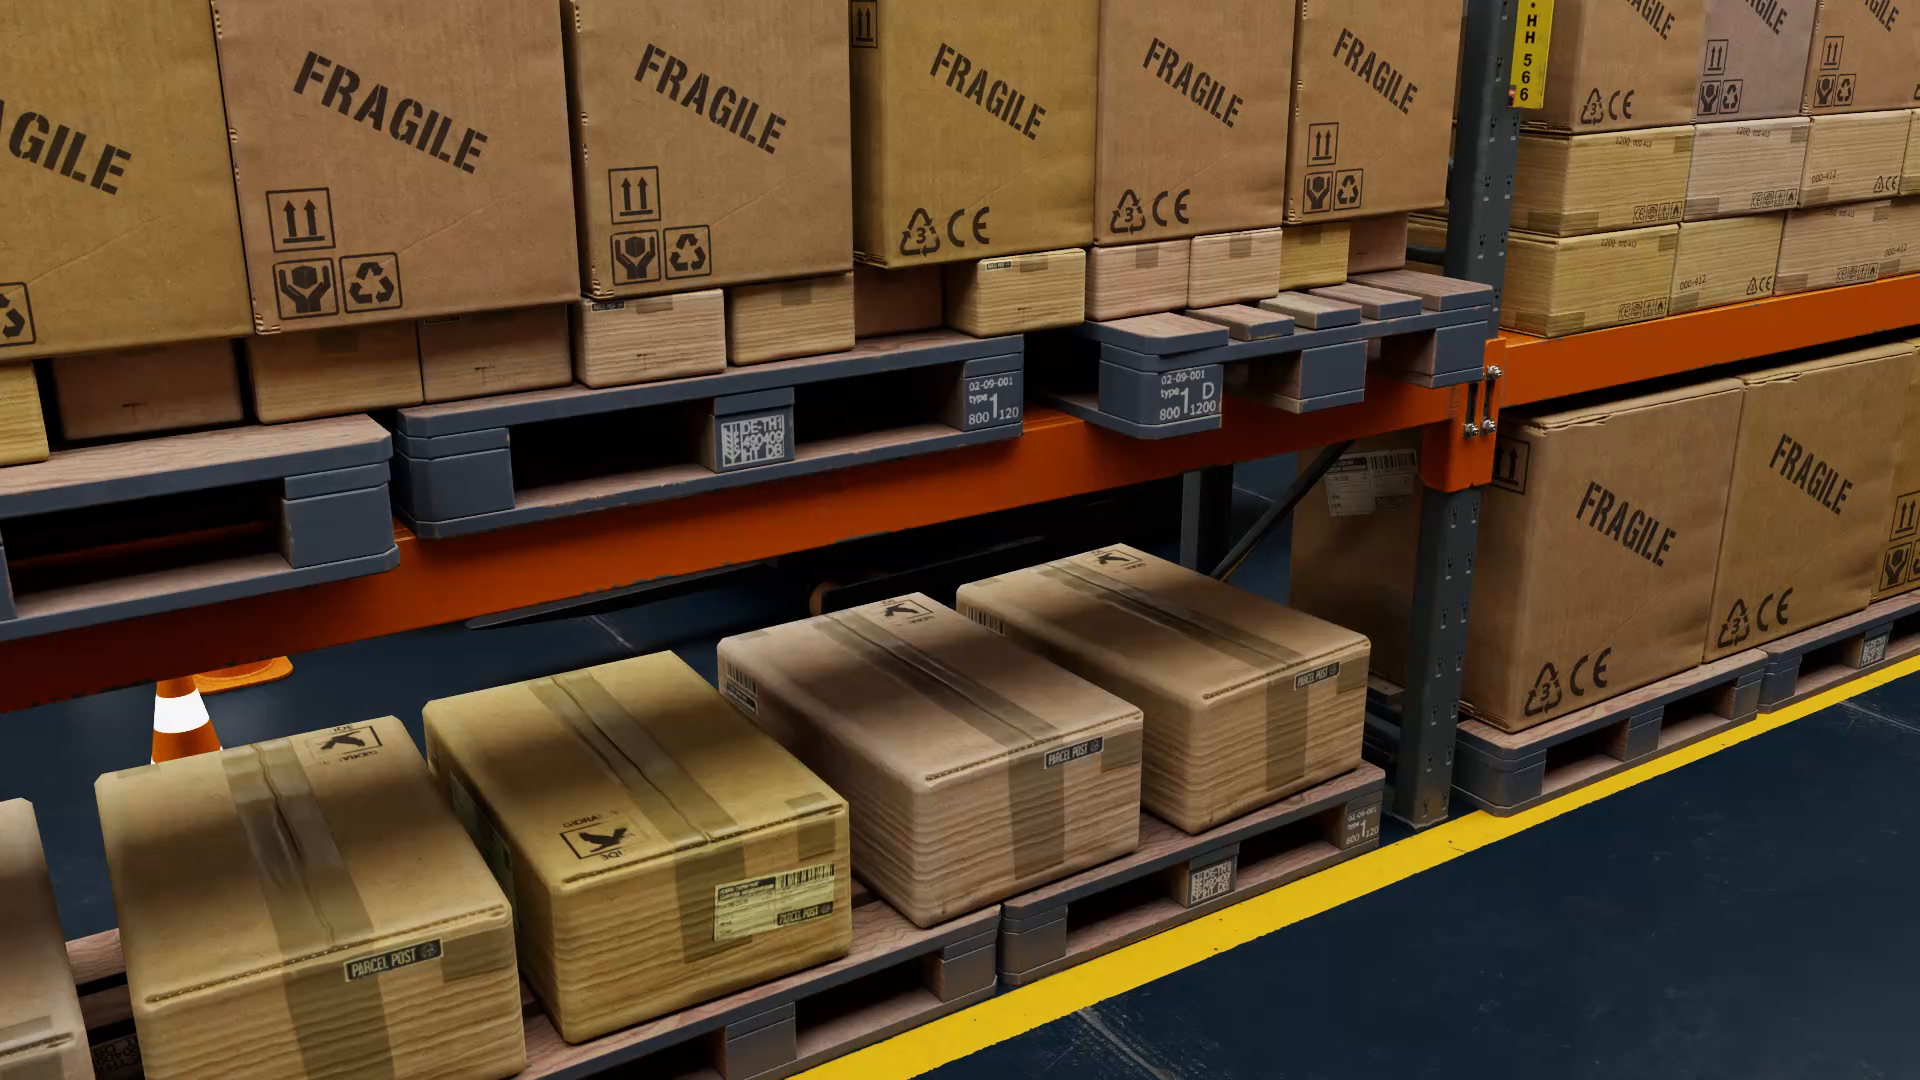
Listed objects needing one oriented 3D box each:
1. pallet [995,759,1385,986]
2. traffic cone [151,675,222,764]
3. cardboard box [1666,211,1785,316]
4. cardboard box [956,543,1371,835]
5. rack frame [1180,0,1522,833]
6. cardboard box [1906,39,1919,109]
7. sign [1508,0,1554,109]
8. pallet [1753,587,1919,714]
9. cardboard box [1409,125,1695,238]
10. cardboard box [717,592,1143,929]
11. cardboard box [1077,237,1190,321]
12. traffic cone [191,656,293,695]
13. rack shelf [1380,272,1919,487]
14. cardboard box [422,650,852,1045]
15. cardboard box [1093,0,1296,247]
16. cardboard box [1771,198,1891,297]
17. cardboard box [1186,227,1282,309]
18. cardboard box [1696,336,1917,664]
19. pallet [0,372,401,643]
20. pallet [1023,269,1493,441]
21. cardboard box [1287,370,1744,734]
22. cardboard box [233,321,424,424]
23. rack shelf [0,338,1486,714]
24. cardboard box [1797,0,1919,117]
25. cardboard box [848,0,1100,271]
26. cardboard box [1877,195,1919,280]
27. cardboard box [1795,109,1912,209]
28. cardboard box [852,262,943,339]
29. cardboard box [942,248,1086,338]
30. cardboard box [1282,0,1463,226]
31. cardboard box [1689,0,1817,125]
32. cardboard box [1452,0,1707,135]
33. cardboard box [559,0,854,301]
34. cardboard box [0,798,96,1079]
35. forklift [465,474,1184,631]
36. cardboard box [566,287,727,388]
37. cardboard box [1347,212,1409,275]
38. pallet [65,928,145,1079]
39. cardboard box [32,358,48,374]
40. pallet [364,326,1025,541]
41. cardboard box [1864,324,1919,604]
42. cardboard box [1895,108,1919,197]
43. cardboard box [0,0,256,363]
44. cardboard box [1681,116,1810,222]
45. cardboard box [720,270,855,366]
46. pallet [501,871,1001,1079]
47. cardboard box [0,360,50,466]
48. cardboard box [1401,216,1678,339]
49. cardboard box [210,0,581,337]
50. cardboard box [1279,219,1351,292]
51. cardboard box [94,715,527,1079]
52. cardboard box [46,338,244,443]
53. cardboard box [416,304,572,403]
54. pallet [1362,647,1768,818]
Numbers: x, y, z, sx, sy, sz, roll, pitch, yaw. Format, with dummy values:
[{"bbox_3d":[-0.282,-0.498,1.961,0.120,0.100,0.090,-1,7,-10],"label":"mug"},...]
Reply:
[{"bbox_3d":[0.340,0.675,4.419,1.213,0.211,1.003,-12,22,-31],"label":"pallet"},{"bbox_3d":[-2.082,0.530,4.455,0.334,0.463,0.336,-12,22,-31],"label":"traffic cone"},{"bbox_3d":[1.959,-0.827,4.740,0.500,0.250,0.500,-13,22,-33],"label":"cardboard box"},{"bbox_3d":[0.516,0.359,4.446,0.625,0.372,0.950,-14,23,-35],"label":"cardboard box"},{"bbox_3d":[0.993,-0.784,4.379,0.127,3.000,1.000,-12,22,-31],"label":"rack frame"},{"bbox_3d":[2.812,-1.591,5.050,0.500,0.500,0.500,-12,22,-31],"label":"cardboard box"},{"bbox_3d":[1.300,-1.151,3.782,0.005,0.325,0.100,-12,22,-31],"label":"sign"},{"bbox_3d":[2.711,0.205,5.808,1.213,0.211,1.003,-12,22,-31],"label":"pallet"},{"bbox_3d":[1.552,-0.973,4.391,0.500,0.250,0.500,-12,22,-32],"label":"cardboard box"},{"bbox_3d":[-0.096,0.491,4.055,0.625,0.372,0.950,-12,22,-32],"label":"cardboard box"},{"bbox_3d":[0.264,-0.578,3.506,0.250,0.149,0.380,-13,23,-34],"label":"cardboard box"},{"bbox_3d":[-2.390,0.211,5.397,0.334,0.463,0.336,-12,22,-31],"label":"traffic cone"},{"bbox_3d":[2.664,-0.795,5.536,4.000,0.370,1.077,-12,22,-31],"label":"rack shelf"},{"bbox_3d":[-0.733,0.623,3.665,0.625,0.372,0.950,-11,22,-30],"label":"cardboard box"},{"bbox_3d":[0.341,-0.922,3.513,0.500,0.500,0.500,-12,22,-32],"label":"cardboard box"},{"bbox_3d":[2.401,-0.917,5.009,0.500,0.250,0.500,-11,22,-30],"label":"cardboard box"},{"bbox_3d":[0.479,-0.620,3.631,0.250,0.149,0.380,-12,22,-32],"label":"cardboard box"},{"bbox_3d":[2.363,-0.231,5.407,0.875,0.875,0.875,-12,22,-31],"label":"cardboard box"},{"bbox_3d":[-1.629,-0.084,2.609,1.213,0.211,1.003,-12,22,-31],"label":"pallet"},{"bbox_3d":[0.457,-0.539,3.954,1.003,0.211,1.213,-12,22,-31],"label":"pallet"},{"bbox_3d":[1.616,-0.075,4.946,0.875,0.875,0.875,-12,22,-32],"label":"cardboard box"},{"bbox_3d":[-1.066,-0.318,2.738,0.250,0.149,0.380,-12,22,-31],"label":"cardboard box"},{"bbox_3d":[-0.677,-0.090,3.452,4.000,0.370,1.077,-12,22,-31],"label":"rack shelf"},{"bbox_3d":[2.389,-1.503,4.790,0.500,0.500,0.500,-11,22,-30],"label":"cardboard box"},{"bbox_3d":[-0.080,-0.833,3.249,0.500,0.500,0.500,-14,23,-35],"label":"cardboard box"},{"bbox_3d":[2.811,-1.005,5.269,0.500,0.250,0.500,-12,22,-31],"label":"cardboard box"},{"bbox_3d":[2.408,-1.148,4.910,0.500,0.250,0.500,-12,22,-32],"label":"cardboard box"},{"bbox_3d":[-0.237,-0.515,3.321,0.250,0.149,0.380,-12,22,-31],"label":"cardboard box"},{"bbox_3d":[0.042,-0.525,3.352,0.250,0.149,0.380,-11,22,-30],"label":"cardboard box"},{"bbox_3d":[0.766,-1.016,3.791,0.500,0.500,0.500,-13,22,-33],"label":"cardboard box"},{"bbox_3d":[1.949,-1.416,4.532,0.500,0.500,0.500,-12,22,-31],"label":"cardboard box"},{"bbox_3d":[1.540,-1.326,4.266,0.500,0.500,0.500,-13,22,-33],"label":"cardboard box"},{"bbox_3d":[-0.537,-0.737,2.966,0.500,0.500,0.500,-13,23,-34],"label":"cardboard box"},{"bbox_3d":[-1.911,0.874,2.924,0.625,0.372,0.950,-12,22,-31],"label":"cardboard box"},{"bbox_3d":[-0.509,-1.270,5.924,3.031,2.935,1.130,-13,23,-34],"label":"forklift"},{"bbox_3d":[-0.608,-0.394,2.963,0.250,0.149,0.380,-11,22,-29],"label":"cardboard box"},{"bbox_3d":[0.849,-0.743,3.995,0.250,0.149,0.380,-11,22,-29],"label":"cardboard box"},{"bbox_3d":[-1.698,1.104,3.148,1.213,0.211,1.003,-12,22,-31],"label":"pallet"},{"bbox_3d":[-1.644,-0.420,3.040,0.250,0.149,0.380,-12,22,-32],"label":"cardboard box"},{"bbox_3d":[-0.638,-0.333,3.346,1.213,0.211,1.003,-12,22,-31],"label":"pallet"},{"bbox_3d":[3.110,-0.389,5.873,0.875,0.875,0.875,-11,22,-30],"label":"cardboard box"},{"bbox_3d":[2.838,-1.234,5.164,0.500,0.250,0.500,-11,22,-30],"label":"cardboard box"},{"bbox_3d":[-1.380,-0.560,2.443,0.500,0.500,0.500,-12,22,-31],"label":"cardboard box"},{"bbox_3d":[1.984,-1.063,4.660,0.500,0.250,0.500,-11,22,-30],"label":"cardboard box"},{"bbox_3d":[-0.402,-0.449,3.125,0.250,0.149,0.380,-13,22,-33],"label":"cardboard box"},{"bbox_3d":[-0.678,0.888,3.788,1.213,0.211,1.003,-12,22,-31],"label":"pallet"},{"bbox_3d":[-1.499,-0.213,2.429,0.250,0.149,0.380,-11,22,-30],"label":"cardboard box"},{"bbox_3d":[1.540,-0.731,4.459,0.500,0.250,0.500,-12,22,-32],"label":"cardboard box"},{"bbox_3d":[-0.960,-0.644,2.689,0.500,0.500,0.500,-12,22,-32],"label":"cardboard box"},{"bbox_3d":[0.665,-0.676,3.798,0.250,0.149,0.380,-12,22,-31],"label":"cardboard box"},{"bbox_3d":[-1.312,0.746,3.301,0.625,0.372,0.950,-10,21,-28],"label":"cardboard box"},{"bbox_3d":[-1.304,-0.284,2.637,0.250,0.149,0.380,-10,21,-28],"label":"cardboard box"},{"bbox_3d":[-0.859,-0.361,2.865,0.250,0.149,0.380,-12,22,-31],"label":"cardboard box"},{"bbox_3d":[1.693,0.419,5.177,1.213,0.211,1.003,-12,22,-31],"label":"pallet"}]
